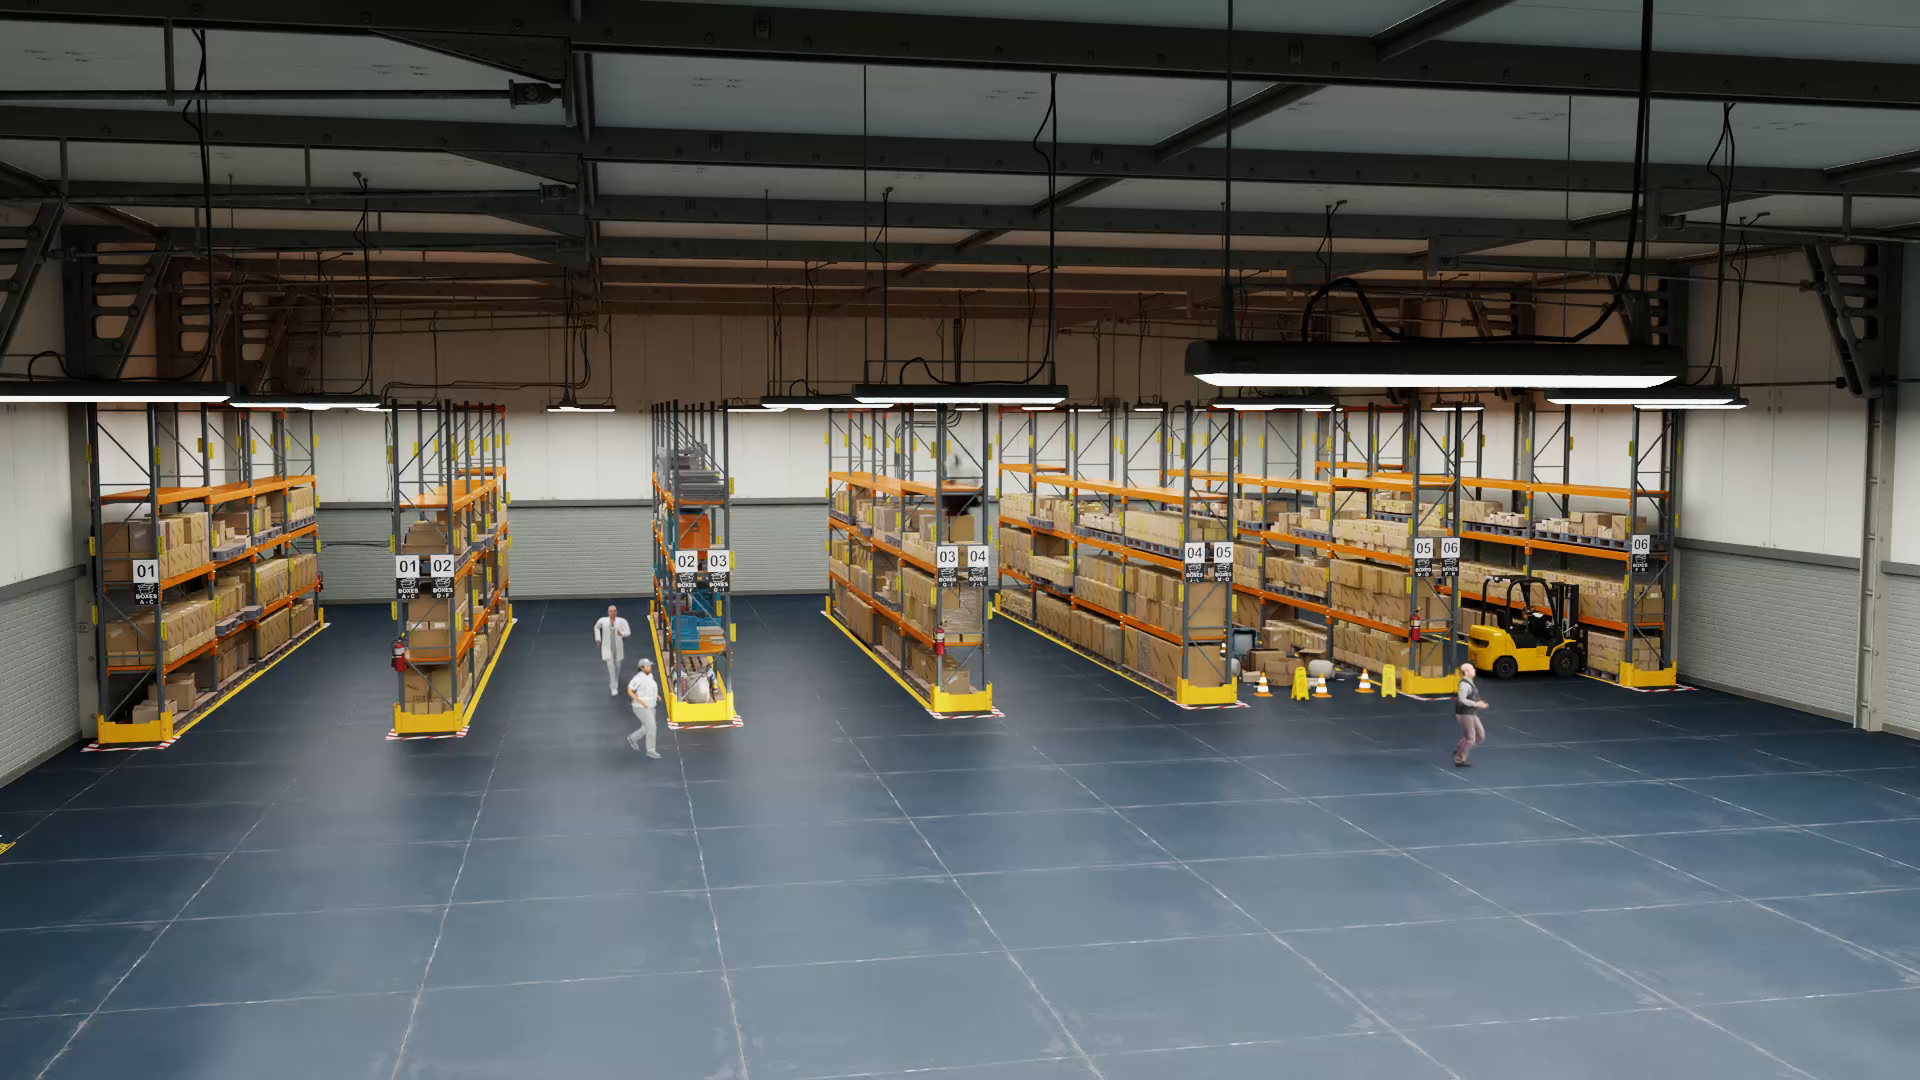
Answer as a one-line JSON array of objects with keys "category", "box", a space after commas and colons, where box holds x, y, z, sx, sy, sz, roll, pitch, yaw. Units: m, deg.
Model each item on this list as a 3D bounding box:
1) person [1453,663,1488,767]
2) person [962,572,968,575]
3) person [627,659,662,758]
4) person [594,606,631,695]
[{"category": "person", "box": [8.310, 2.845, 27.028, 0.569, 1.680, 0.668, 2, 5, 25]}, {"category": "person", "box": [0.104, 1.382, 47.231, 0.569, 1.587, 0.640, -1, 4, -8]}, {"category": "person", "box": [-5.319, 2.809, 27.859, 0.720, 1.659, 0.613, 1, 5, 18]}, {"category": "person", "box": [-7.124, 2.226, 34.141, 0.698, 1.770, 1.064, -1, 5, -18]}]
